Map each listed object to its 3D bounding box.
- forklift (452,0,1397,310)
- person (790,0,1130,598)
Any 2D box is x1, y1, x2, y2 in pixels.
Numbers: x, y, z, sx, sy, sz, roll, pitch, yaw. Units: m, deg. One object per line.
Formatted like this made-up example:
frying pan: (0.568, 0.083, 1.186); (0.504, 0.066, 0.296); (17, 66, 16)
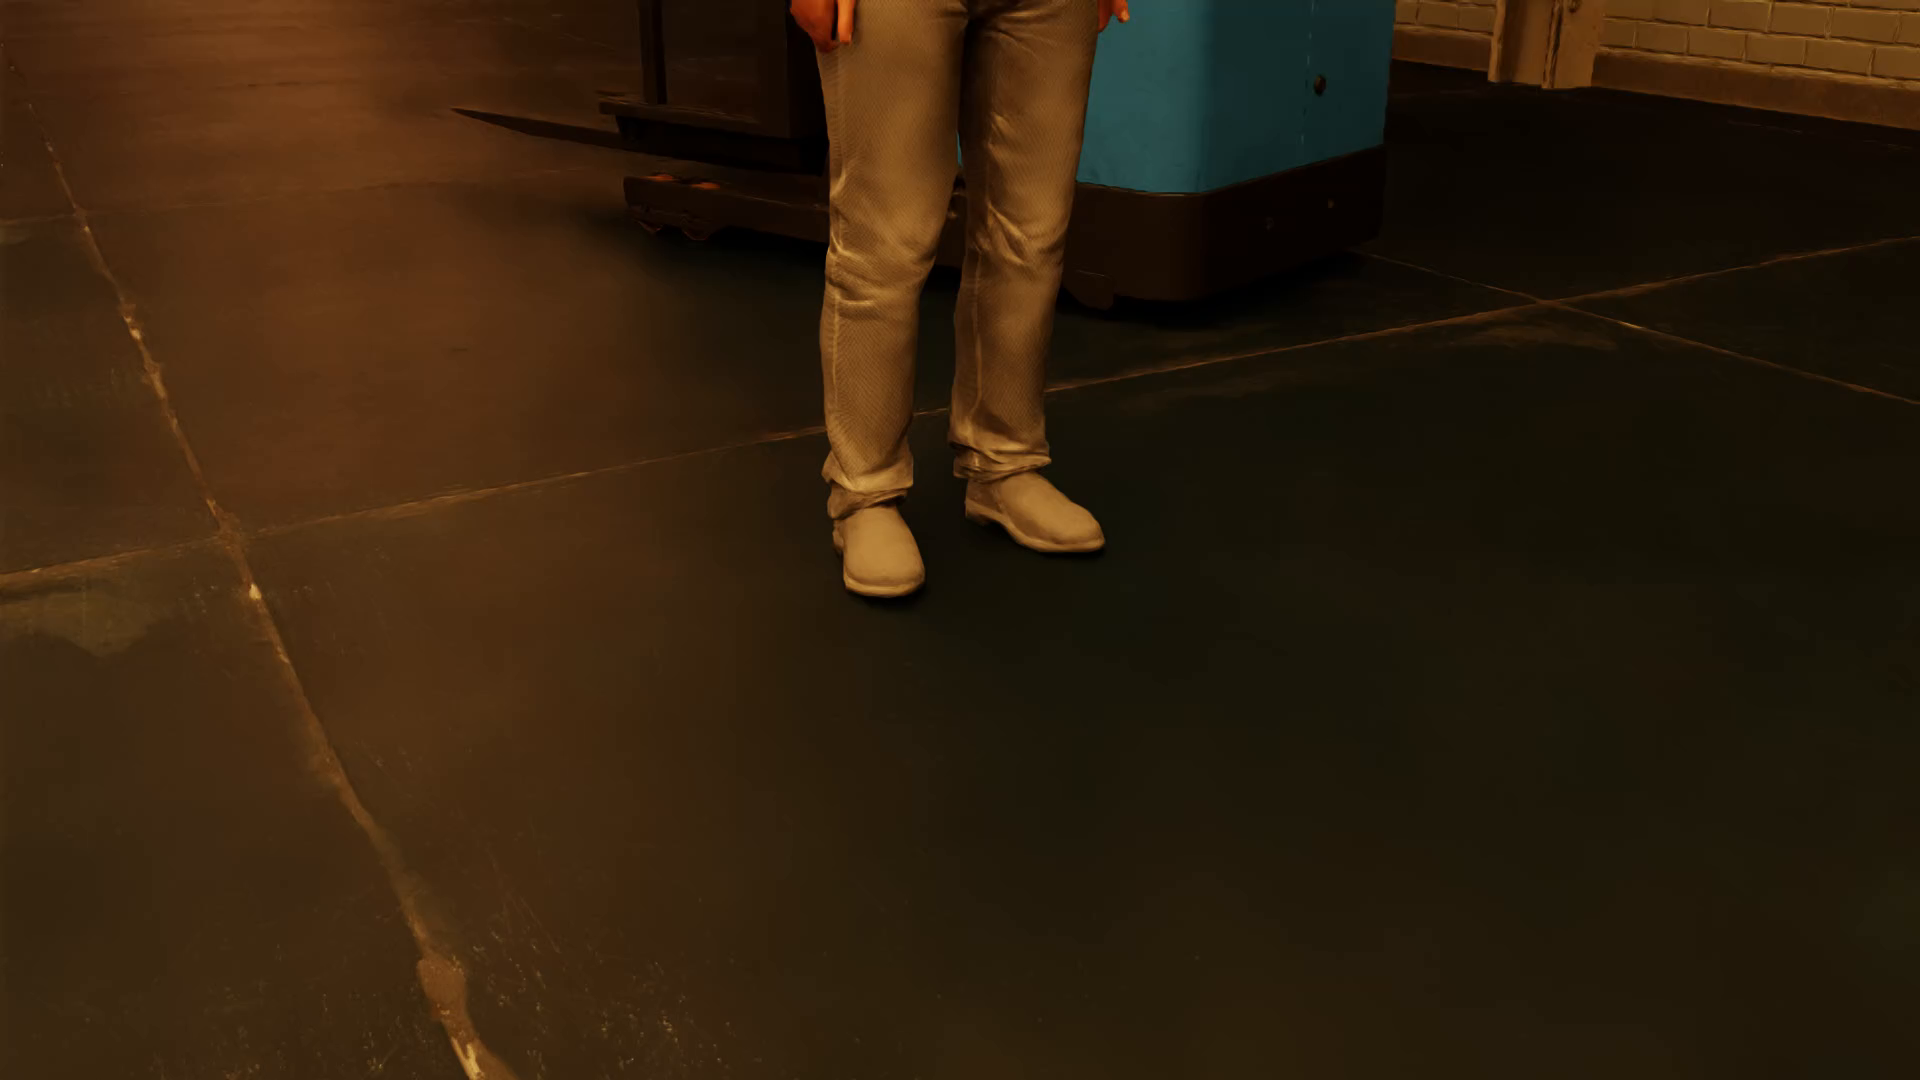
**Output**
forklift: (-0.335, -2.331, 4.455); (3.031, 2.935, 1.130); (18, 28, 36)
person: (0.006, -0.818, 2.293); (0.529, 1.776, 0.356); (-12, 25, -28)
